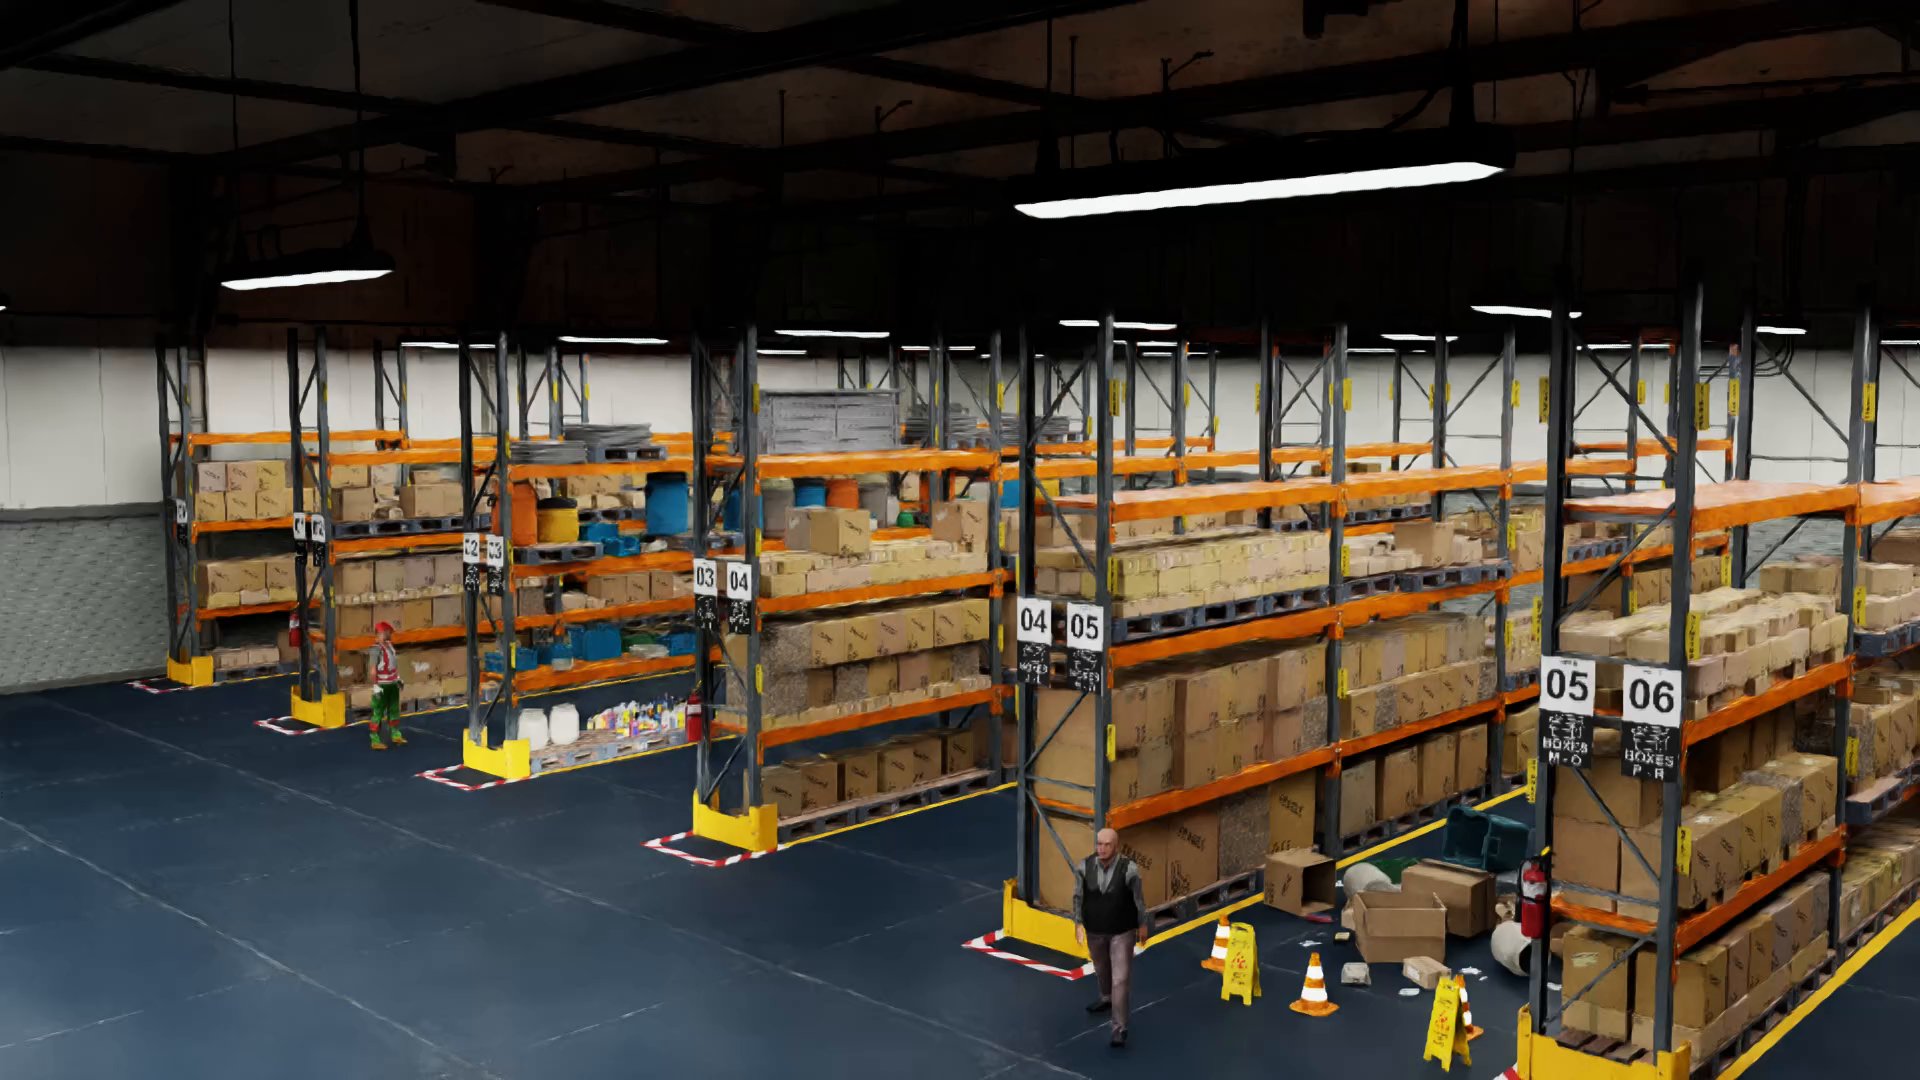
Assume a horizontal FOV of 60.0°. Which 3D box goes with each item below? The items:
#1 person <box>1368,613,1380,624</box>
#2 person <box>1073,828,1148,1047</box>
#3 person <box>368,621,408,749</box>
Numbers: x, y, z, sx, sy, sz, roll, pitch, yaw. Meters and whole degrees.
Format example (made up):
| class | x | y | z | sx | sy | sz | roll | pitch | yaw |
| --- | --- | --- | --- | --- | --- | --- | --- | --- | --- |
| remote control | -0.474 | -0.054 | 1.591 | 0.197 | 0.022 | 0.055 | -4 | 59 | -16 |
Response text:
| class | x | y | z | sx | sy | sz | roll | pitch | yaw |
| --- | --- | --- | --- | --- | --- | --- | --- | --- | --- |
| person | 6.486 | 1.889 | 26.115 | 0.599 | 1.632 | 0.556 | -1 | 6 | -15 |
| person | 1.178 | 3.099 | 13.236 | 0.577 | 1.682 | 0.952 | 2 | 6 | 20 |
| person | -8.116 | 2.040 | 23.611 | 0.446 | 1.789 | 0.605 | 1 | 6 | 13 |
